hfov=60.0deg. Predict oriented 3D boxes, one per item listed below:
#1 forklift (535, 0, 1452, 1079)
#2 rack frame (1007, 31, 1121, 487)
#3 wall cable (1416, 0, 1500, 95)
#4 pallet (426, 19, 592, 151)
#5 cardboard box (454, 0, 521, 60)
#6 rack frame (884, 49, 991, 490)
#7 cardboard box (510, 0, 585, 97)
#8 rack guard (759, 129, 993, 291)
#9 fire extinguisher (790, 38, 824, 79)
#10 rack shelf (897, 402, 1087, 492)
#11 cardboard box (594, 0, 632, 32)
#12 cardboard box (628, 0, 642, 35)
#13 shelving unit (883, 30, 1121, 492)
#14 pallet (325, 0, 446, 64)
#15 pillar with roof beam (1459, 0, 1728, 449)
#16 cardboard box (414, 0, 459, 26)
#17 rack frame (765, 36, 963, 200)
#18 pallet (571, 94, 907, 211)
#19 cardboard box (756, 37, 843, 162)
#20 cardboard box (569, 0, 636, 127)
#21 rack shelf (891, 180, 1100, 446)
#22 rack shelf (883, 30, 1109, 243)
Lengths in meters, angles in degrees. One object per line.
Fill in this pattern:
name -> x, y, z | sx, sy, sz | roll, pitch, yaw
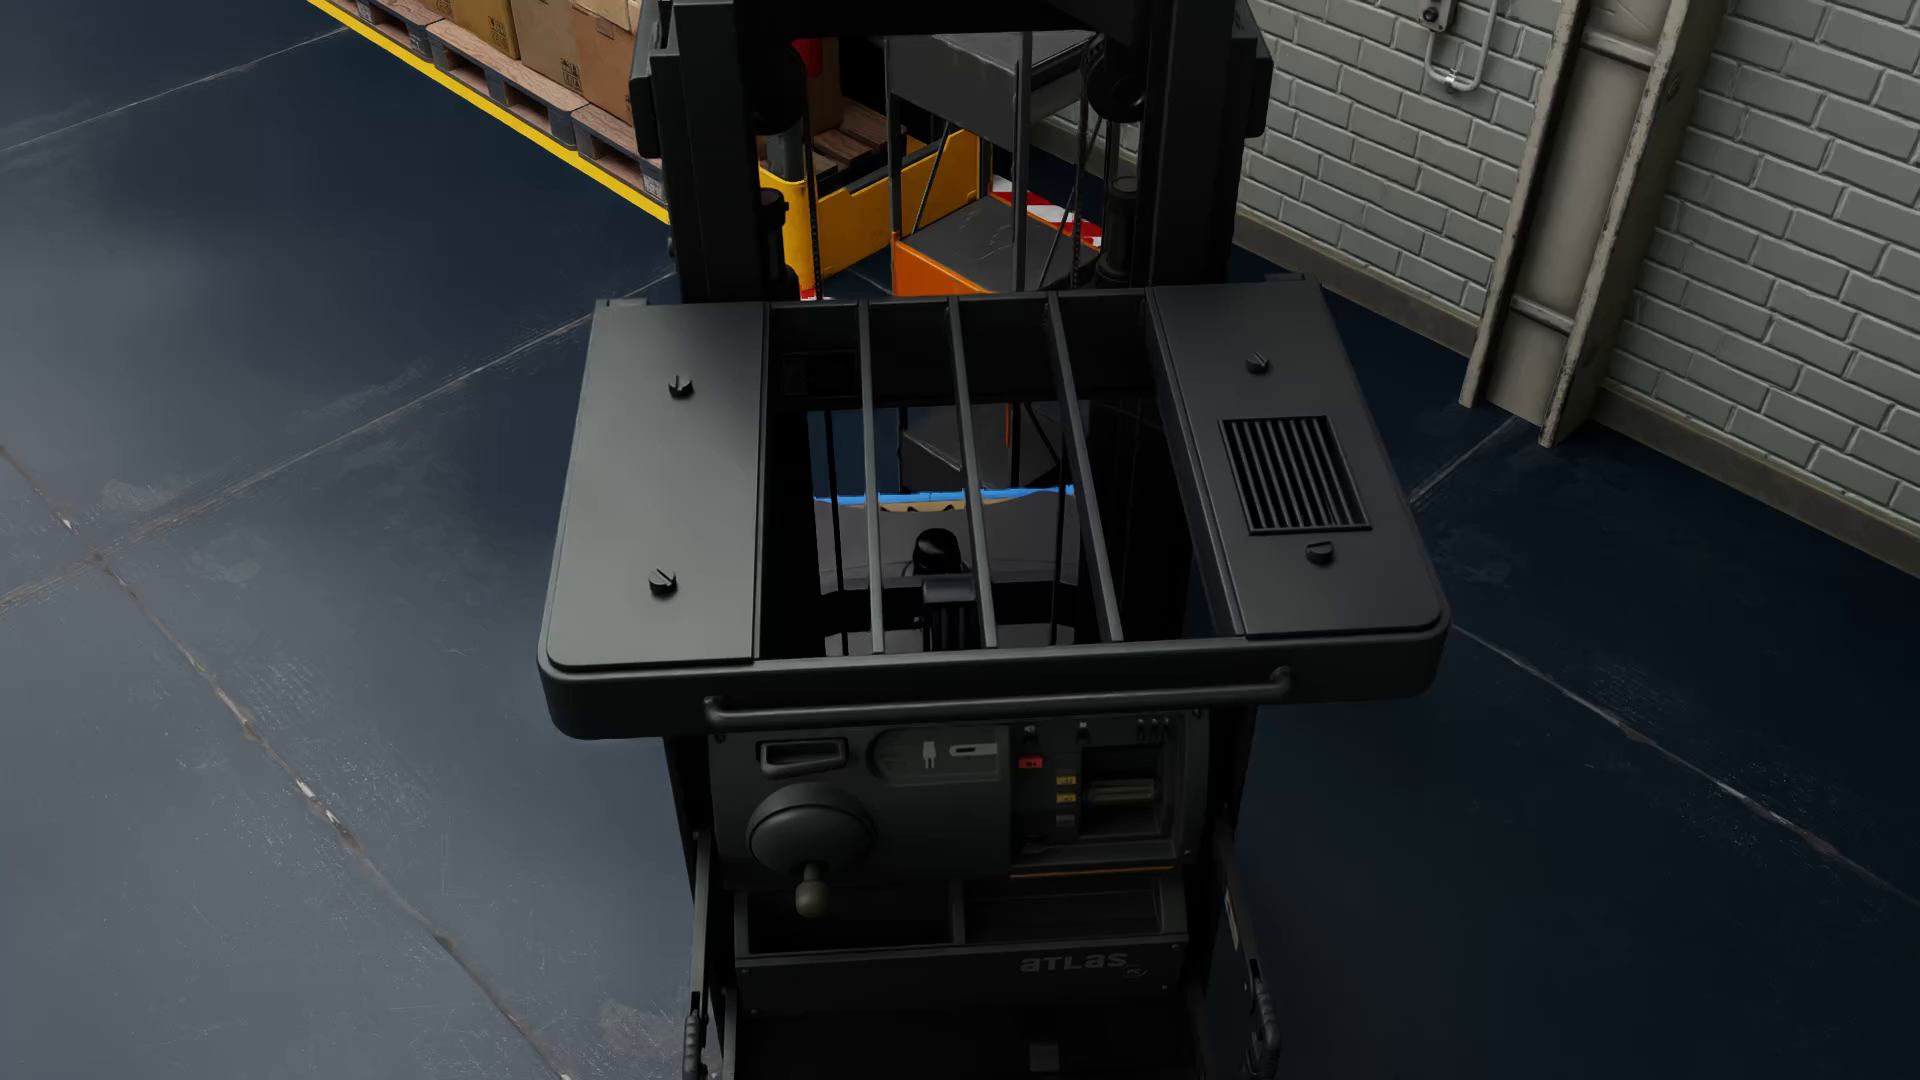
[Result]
forklift -> 0.019, 0.579, 2.964 | 1.130, 2.935, 3.031 | -3, 43, -3
rack frame -> 0.289, -0.574, 4.824 | 0.400, 2.100, 0.015 | -34, 53, -31
wall cable -> 1.194, -2.697, 5.710 | 0.084, 1.984, 1.851 | -34, 53, -31
pallet -> -1.858, -2.395, 8.186 | 1.003, 0.211, 1.213 | -34, 53, -31
cardboard box -> -2.036, -2.745, 8.043 | 0.700, 0.500, 0.500 | -33, 52, -30
rack frame -> -0.055, -0.809, 5.078 | 0.400, 2.100, 0.015 | -34, 53, -31
cardboard box -> -1.654, -2.493, 7.770 | 0.500, 0.500, 0.700 | 32, 52, 30
rack guard -> -0.363, -1.557, 7.066 | 1.175, 0.500, 0.348 | -34, 53, -31
fire extinguisher -> -0.600, -2.027, 6.065 | 0.296, 0.674, 0.183 | -34, 53, -31
rack shelf -> 0.117, -0.168, 5.436 | 0.431, 0.518, 0.480 | -34, 53, -31
cardboard box -> -1.346, -2.346, 7.133 | 0.380, 0.149, 0.250 | -33, 52, -30
cardboard box -> -1.165, -2.223, 7.000 | 0.250, 0.149, 0.380 | 34, 52, 31
shelving unit -> 0.117, -0.692, 4.951 | 0.431, 2.100, 0.503 | -34, 53, -31
pallet -> -2.723, -2.981, 8.821 | 1.003, 0.211, 1.213 | -34, 53, -31
pillar with roof beam -> -0.909, -1.743, 1.006 | 9.100, 9.000, 0.400 | -34, 53, -31
cardboard box -> -2.397, -2.993, 8.311 | 0.500, 0.500, 0.700 | 34, 52, 31
rack frame -> -0.380, -2.486, 6.230 | 1.000, 3.000, 0.127 | -34, 53, -31
pallet -> -1.000, -1.809, 7.552 | 1.003, 0.211, 1.213 | -34, 53, -31
cardboard box -> -0.945, -2.011, 7.248 | 0.700, 0.500, 0.500 | -34, 53, -31
cardboard box -> -1.299, -2.251, 7.508 | 0.500, 0.500, 0.700 | 34, 53, 31
rack shelf -> 0.117, -0.682, 4.961 | 0.431, 0.518, 0.480 | -34, 53, -31
rack shelf -> 0.117, -1.196, 4.486 | 0.431, 0.518, 0.480 | -34, 53, -31
